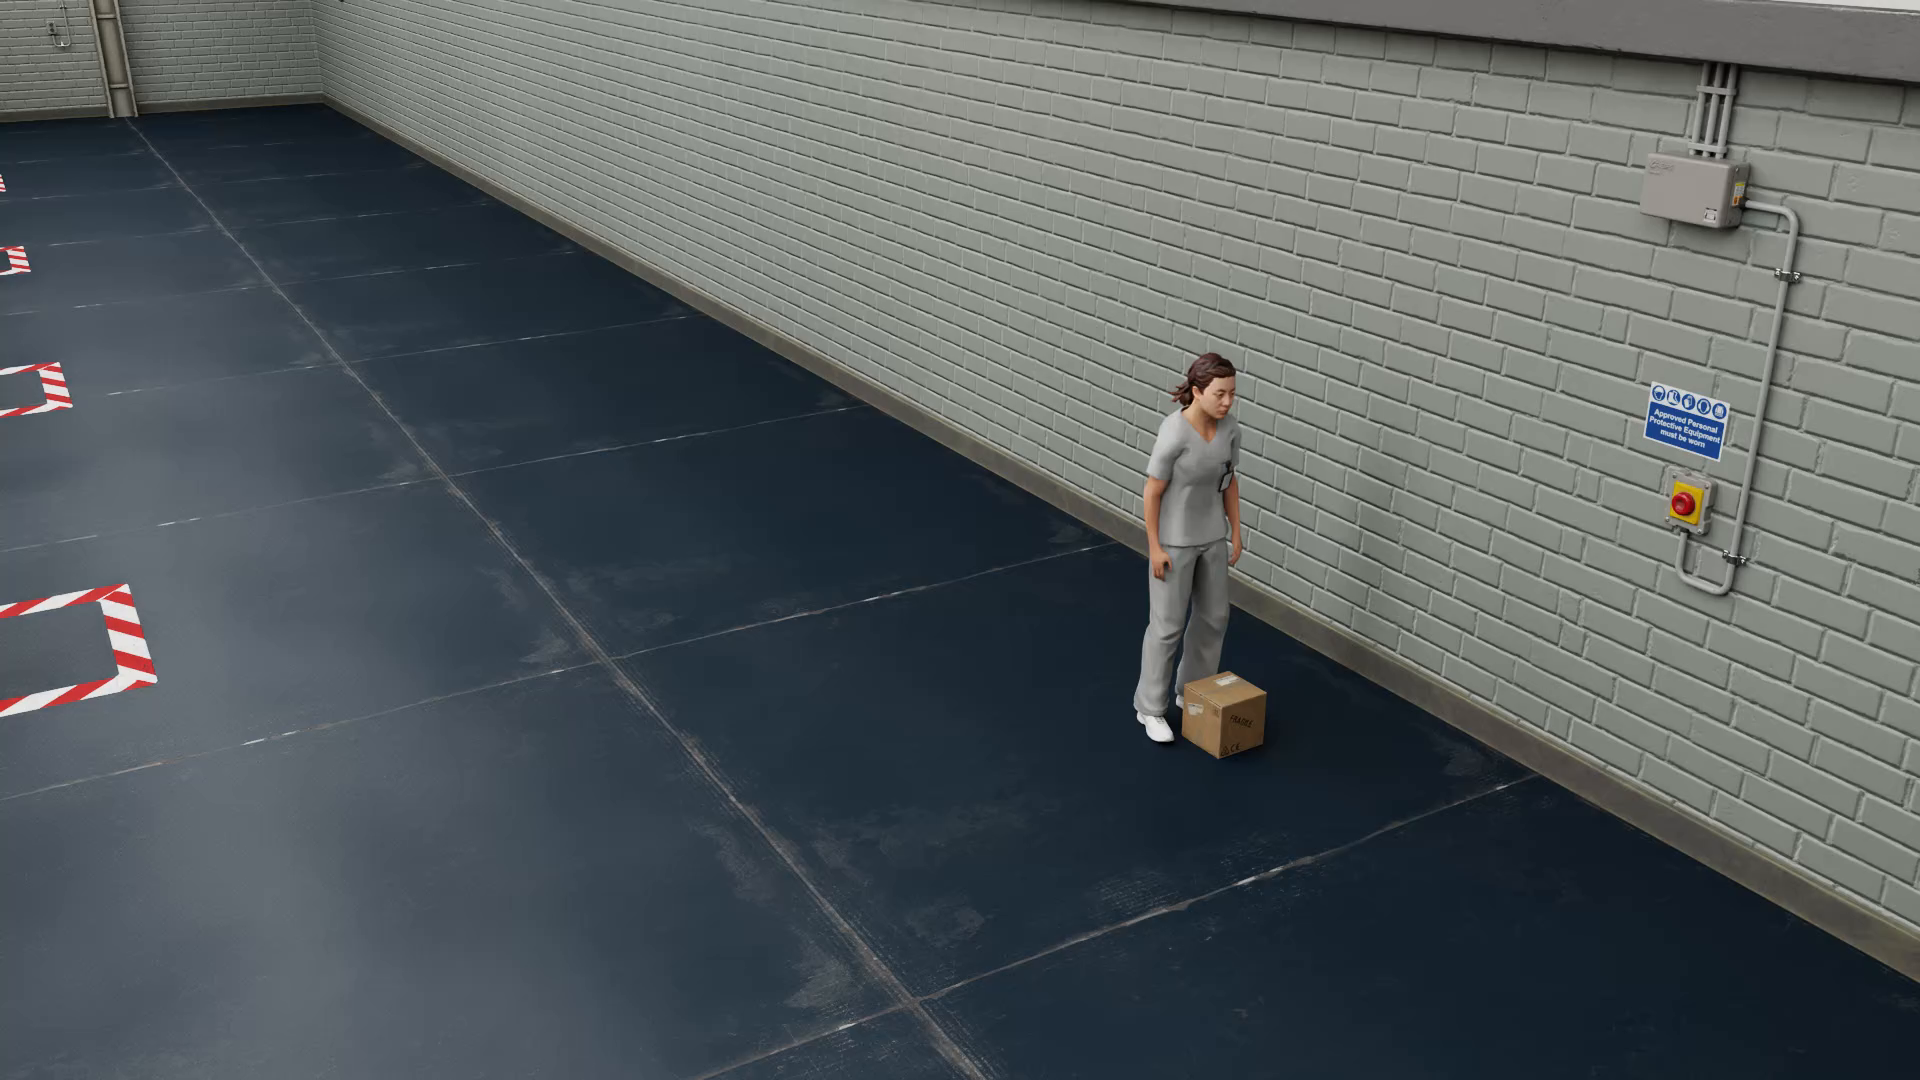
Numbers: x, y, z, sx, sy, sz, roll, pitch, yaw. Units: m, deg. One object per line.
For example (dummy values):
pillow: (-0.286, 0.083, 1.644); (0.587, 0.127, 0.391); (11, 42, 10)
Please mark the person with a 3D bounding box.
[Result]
person: (0.988, 0.014, 7.054); (0.488, 1.673, 0.359); (-12, 25, -28)
